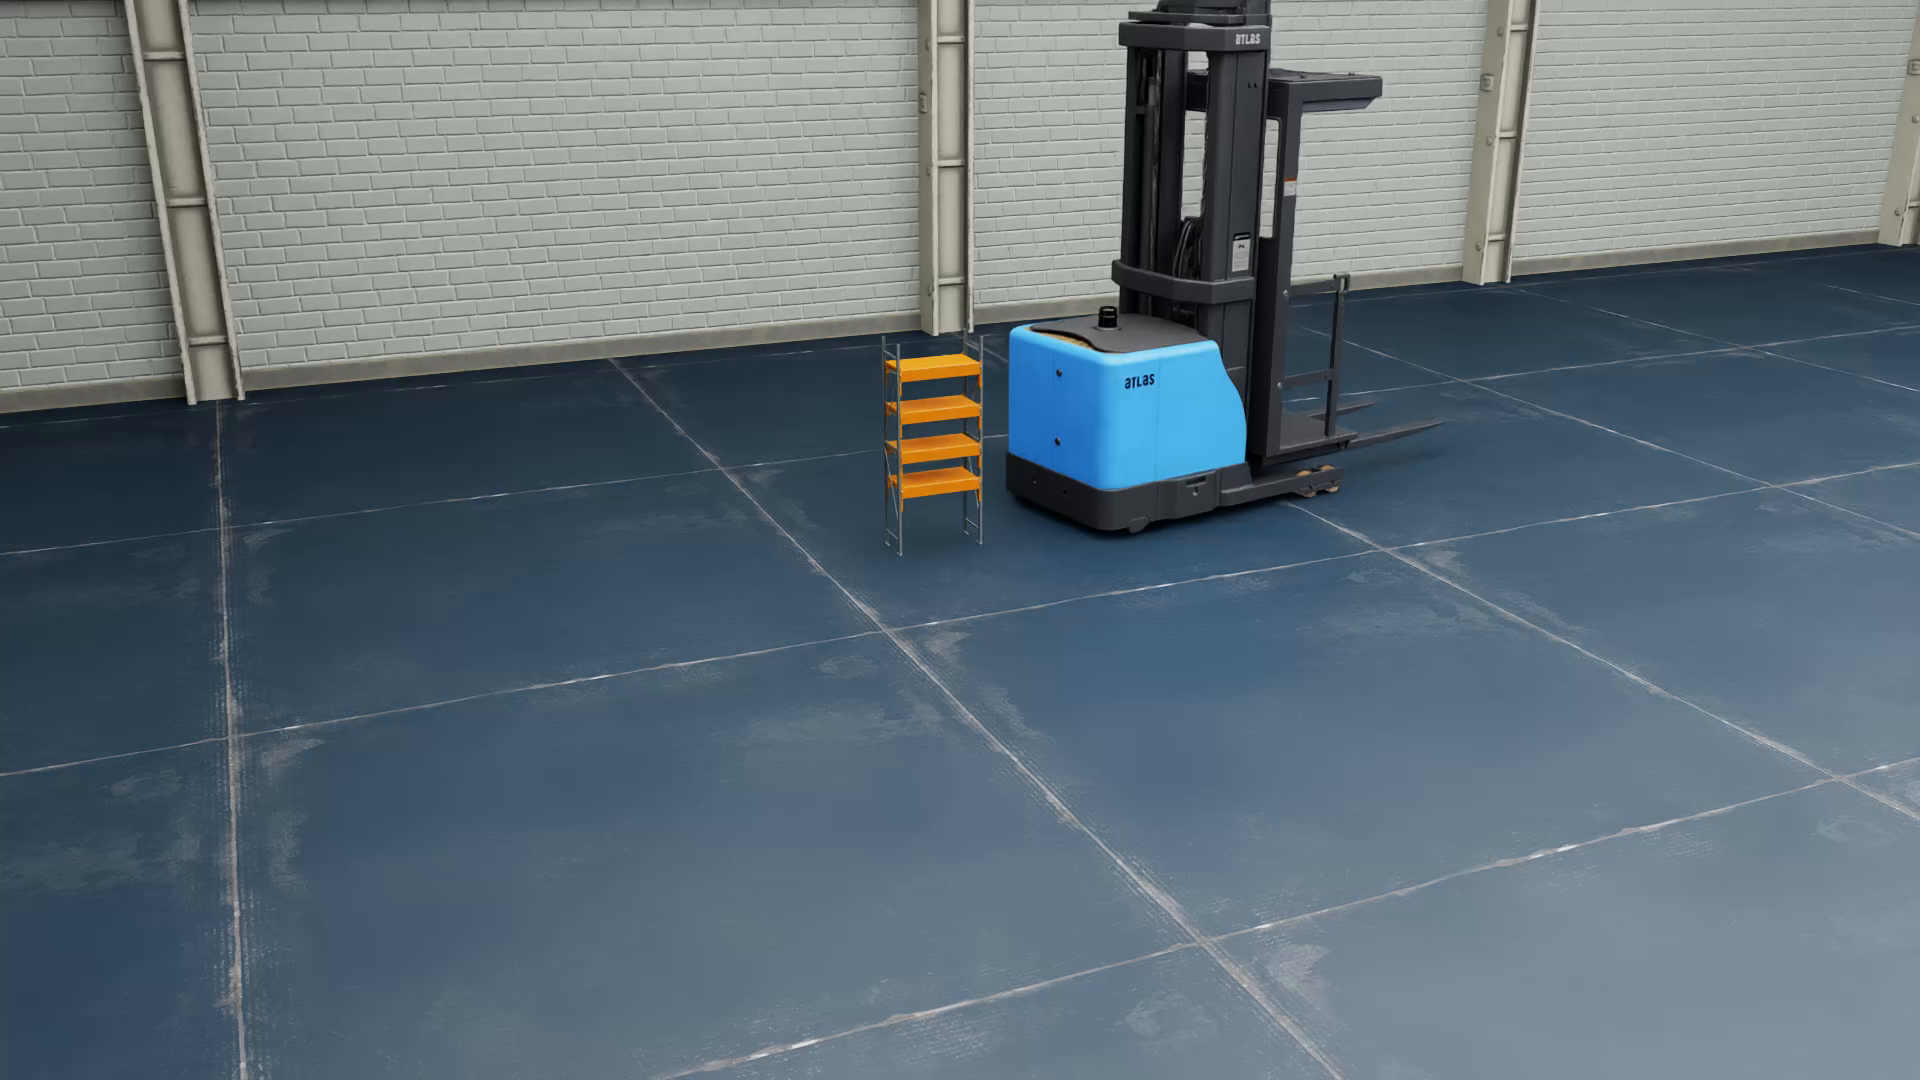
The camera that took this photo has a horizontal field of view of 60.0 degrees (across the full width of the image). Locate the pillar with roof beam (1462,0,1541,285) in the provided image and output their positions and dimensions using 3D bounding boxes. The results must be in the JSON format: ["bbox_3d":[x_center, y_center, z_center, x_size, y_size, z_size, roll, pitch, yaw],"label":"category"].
[{"bbox_3d":[7.097,-5.590,11.850,0.400,9.000,9.100,-8,21,-22],"label":"pillar with roof beam"}]

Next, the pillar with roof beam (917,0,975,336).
[{"bbox_3d":[1.587,-4.801,9.608,0.400,9.000,9.100,-8,21,-22],"label":"pillar with roof beam"}]

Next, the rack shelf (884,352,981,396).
[{"bbox_3d":[-0.152,-0.915,9.130,0.480,0.148,0.258,-8,21,-22],"label":"rack shelf"}]

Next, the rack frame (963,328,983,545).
[{"bbox_3d":[0.072,-0.576,9.352,0.015,1.200,0.240,-8,21,-22],"label":"rack frame"}]

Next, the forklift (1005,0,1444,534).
[{"bbox_3d":[1.790,-1.777,10.154,3.031,2.935,1.130,-12,23,-31],"label":"forklift"}]

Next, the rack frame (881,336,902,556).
[{"bbox_3d":[-0.376,-0.512,9.170,0.015,1.200,0.240,-8,21,-22],"label":"rack frame"}]

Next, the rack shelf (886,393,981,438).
[{"bbox_3d":[-0.152,-0.692,9.209,0.480,0.148,0.258,-8,21,-22],"label":"rack shelf"}]

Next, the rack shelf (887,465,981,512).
[{"bbox_3d":[-0.152,-0.293,9.349,0.480,0.148,0.258,-8,21,-22],"label":"rack shelf"}]

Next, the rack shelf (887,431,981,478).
[{"bbox_3d":[-0.152,-0.481,9.283,0.480,0.148,0.258,-8,21,-22],"label":"rack shelf"}]

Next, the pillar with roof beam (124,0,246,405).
[{"bbox_3d":[-3.922,-4.012,7.366,0.400,9.000,9.100,-8,21,-22],"label":"pillar with roof beam"}]

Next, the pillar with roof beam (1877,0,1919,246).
[{"bbox_3d":[12.606,-6.380,14.091,0.400,9.000,9.100,-8,21,-22],"label":"pillar with roof beam"}]

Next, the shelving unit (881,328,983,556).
[{"bbox_3d":[-0.152,-0.544,9.261,0.503,1.200,0.258,-8,21,-22],"label":"shelving unit"}]
